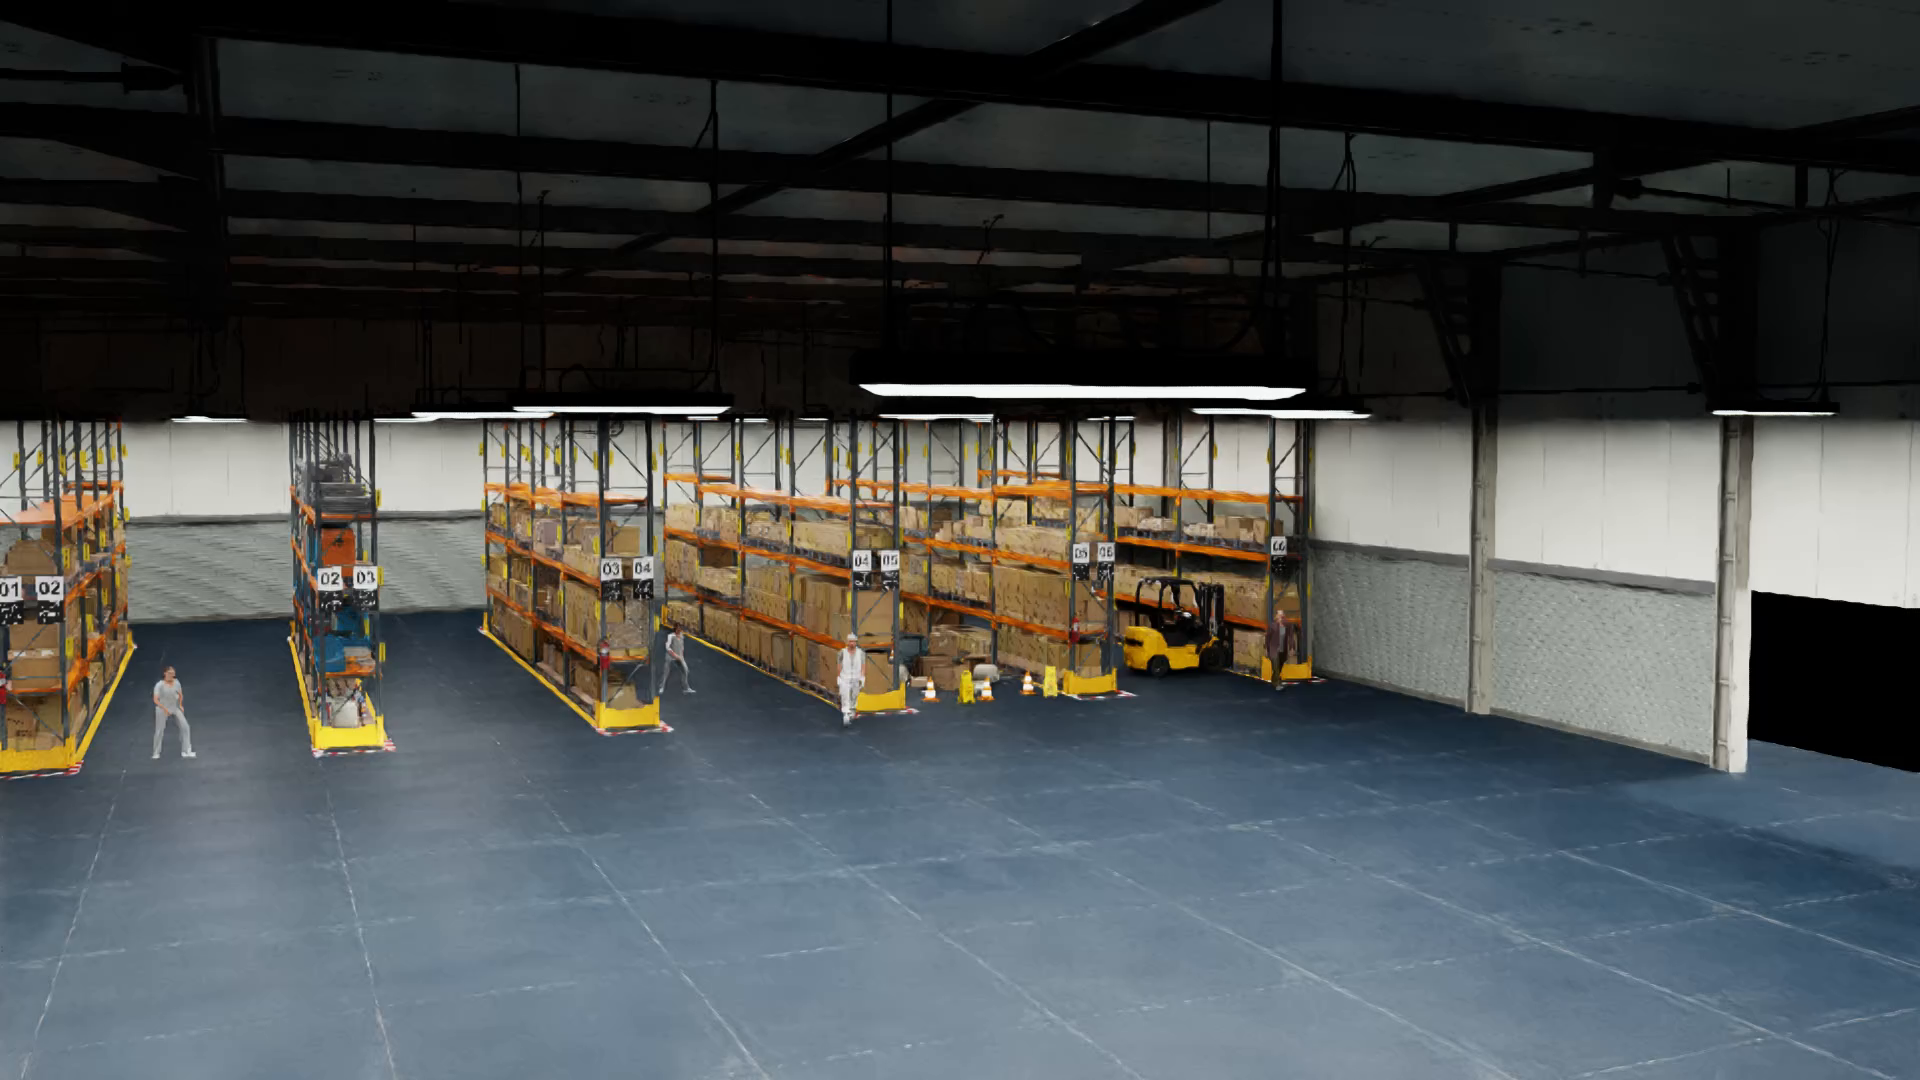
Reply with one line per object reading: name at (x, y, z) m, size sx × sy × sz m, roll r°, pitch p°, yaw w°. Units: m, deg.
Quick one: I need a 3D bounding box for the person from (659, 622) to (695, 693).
person at (-6.044, 2.481, 35.203) m, size 0.561 × 1.525 × 0.788 m, roll -3°, pitch 5°, yaw -41°

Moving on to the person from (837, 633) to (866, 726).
person at (-2.052, 2.630, 31.632) m, size 0.534 × 1.726 × 1.038 m, roll -1°, pitch 4°, yaw -14°

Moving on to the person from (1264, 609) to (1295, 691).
person at (6.881, 2.343, 35.713) m, size 0.576 × 1.712 × 1.090 m, roll -1°, pitch 4°, yaw -14°

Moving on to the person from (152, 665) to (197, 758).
person at (-13.479, 2.923, 28.365) m, size 0.592 × 1.613 × 0.774 m, roll -4°, pitch 6°, yaw -45°

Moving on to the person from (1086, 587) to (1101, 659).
person at (3.111, 2.013, 40.028) m, size 0.583 × 1.782 × 0.665 m, roll 0°, pitch 4°, yaw 7°
